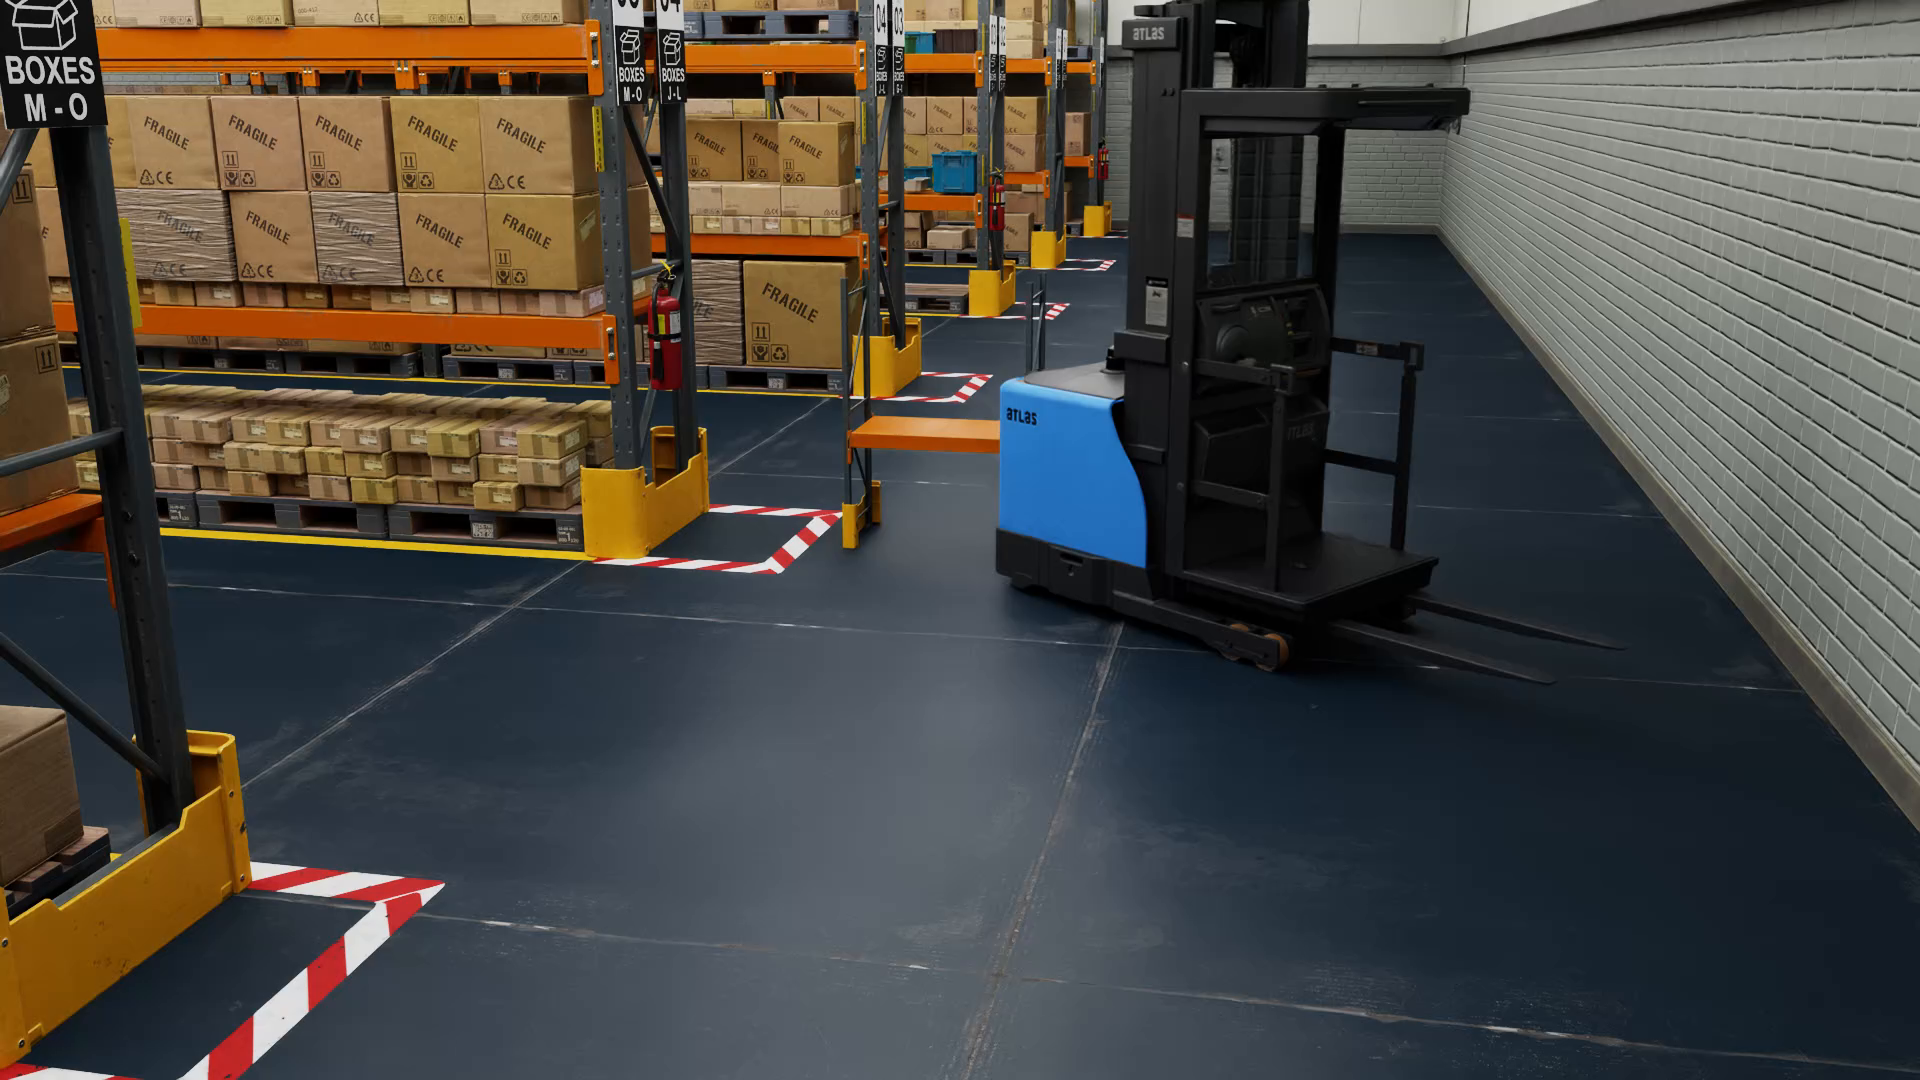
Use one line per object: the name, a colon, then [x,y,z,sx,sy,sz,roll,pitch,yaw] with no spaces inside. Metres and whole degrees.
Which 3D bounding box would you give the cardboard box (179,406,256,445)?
cardboard box: [-4.342,-0.676,9.751,0.250,0.149,0.380,3,16,12]

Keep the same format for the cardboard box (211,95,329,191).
cardboard box: [-3.752,-2.206,9.219,0.500,0.500,0.500,3,16,9]

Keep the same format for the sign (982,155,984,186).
sign: [0.253,-4.015,18.063,0.005,0.325,0.100,3,16,11]

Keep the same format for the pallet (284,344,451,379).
pallet: [-5.331,-1.676,15.147,1.213,0.211,1.003,3,16,11]

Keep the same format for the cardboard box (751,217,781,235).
cardboard box: [-1.557,-2.625,13.819,0.250,0.149,0.380,3,16,11]

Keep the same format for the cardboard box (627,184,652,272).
cardboard box: [-2.112,-1.781,9.559,0.500,0.500,0.500,4,16,14]

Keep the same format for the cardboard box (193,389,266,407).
cardboard box: [-4.504,-0.822,10.280,0.250,0.149,0.380,4,16,13]

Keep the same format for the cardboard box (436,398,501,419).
cardboard box: [-2.948,-0.747,10.010,0.250,0.149,0.380,2,16,8]

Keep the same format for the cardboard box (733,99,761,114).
cardboard box: [-3.606,-7.490,28.726,0.500,0.250,0.500,3,16,10]

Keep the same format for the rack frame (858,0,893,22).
rack frame: [-0.640,-5.677,13.129,0.127,3.000,1.000,3,16,11]

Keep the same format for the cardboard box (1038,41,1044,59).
cardboard box: [0.885,-6.844,23.243,0.500,0.250,0.500,3,16,11]

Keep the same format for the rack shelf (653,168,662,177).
rack shelf: [-4.542,-5.350,24.533,4.000,0.370,1.077,3,16,11]

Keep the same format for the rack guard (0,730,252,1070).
rack guard: [-2.591,1.013,4.900,0.348,0.500,1.175,3,16,11]

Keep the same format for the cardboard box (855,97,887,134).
cardboard box: [-1.167,-5.966,23.352,0.500,0.500,0.500,3,16,9]

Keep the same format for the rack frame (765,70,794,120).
rack frame: [-2.582,-5.590,24.053,0.127,3.000,1.000,3,16,11]

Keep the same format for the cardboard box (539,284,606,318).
cardboard box: [-2.103,-1.316,9.094,0.250,0.149,0.380,3,16,11]

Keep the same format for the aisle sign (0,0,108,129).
aisle sign: [-2.487,-1.518,4.484,0.004,0.787,0.394,3,16,11]

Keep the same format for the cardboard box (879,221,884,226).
cardboard box: [-1.232,-4.510,24.367,0.500,0.311,0.500,3,16,11]

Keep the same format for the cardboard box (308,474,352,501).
cardboard box: [-3.570,-0.346,9.676,0.250,0.149,0.380,3,16,12]

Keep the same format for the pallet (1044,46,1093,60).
pallet: [1.592,-8.113,27.707,1.213,0.211,1.003,3,16,11]

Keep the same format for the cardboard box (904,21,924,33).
cardboard box: [-0.687,-7.031,22.980,0.500,0.250,0.500,3,16,11]

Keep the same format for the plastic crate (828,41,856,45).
plastic crate: [-1.095,-5.650,18.768,0.767,0.338,0.504,3,16,11]

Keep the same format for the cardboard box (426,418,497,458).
cardboard box: [-2.811,-0.580,9.405,0.250,0.149,0.380,3,16,10]

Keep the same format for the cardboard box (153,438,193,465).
cardboard box: [-4.580,-0.567,9.915,0.250,0.149,0.380,2,16,8]

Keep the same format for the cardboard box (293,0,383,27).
cardboard box: [-3.211,-2.877,8.921,0.500,0.250,0.500,4,16,13]

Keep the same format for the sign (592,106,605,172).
sign: [-1.858,-2.060,8.548,0.005,0.325,0.100,3,16,11]

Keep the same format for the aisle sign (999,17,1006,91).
aisle sign: [0.477,-5.408,18.527,0.004,0.787,0.394,3,16,11]

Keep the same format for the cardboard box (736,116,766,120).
cardboard box: [-3.002,-5.924,24.286,0.500,0.500,0.700,-2,16,-8]

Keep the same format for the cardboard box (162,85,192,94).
cardboard box: [-11.844,-6.764,25.674,0.500,0.500,0.700,3,16,11]

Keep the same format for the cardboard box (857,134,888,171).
cardboard box: [-1.145,-5.486,23.491,0.500,0.500,0.500,3,16,11]

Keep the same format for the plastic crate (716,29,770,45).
plastic crate: [-2.410,-5.539,18.495,0.590,0.269,0.497,3,16,11]

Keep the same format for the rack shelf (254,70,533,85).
rack shelf: [-8.462,-7.008,24.901,4.000,0.370,1.077,3,16,11]

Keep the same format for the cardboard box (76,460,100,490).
cardboard box: [-5.094,-0.417,9.933,0.250,0.149,0.380,4,16,13]

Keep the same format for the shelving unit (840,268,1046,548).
shelving unit: [-0.075,-0.727,9.306,1.083,1.500,0.587,3,16,11]

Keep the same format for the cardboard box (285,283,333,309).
cardboard box: [-3.611,-1.417,9.461,0.250,0.149,0.380,3,16,12]

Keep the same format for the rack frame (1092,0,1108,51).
rack frame: [2.321,-9.564,27.163,0.127,3.000,1.000,3,16,11]

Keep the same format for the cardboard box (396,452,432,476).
cardboard box: [-3.054,-0.487,9.629,0.250,0.149,0.380,3,16,10]

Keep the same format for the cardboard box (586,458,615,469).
cardboard box: [-2.177,-0.434,9.993,0.250,0.149,0.380,3,16,12]

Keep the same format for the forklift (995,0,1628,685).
forklift: [1.555,-0.984,7.553,1.130,2.935,3.031,-14,21,-41]

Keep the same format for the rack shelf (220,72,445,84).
rack shelf: [-11.398,-8.517,30.348,4.000,0.370,1.077,3,16,11]

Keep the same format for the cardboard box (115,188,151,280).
cardboard box: [-4.726,-1.781,9.559,0.500,0.500,0.500,3,16,11]

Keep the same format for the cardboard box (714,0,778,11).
cardboard box: [-1.688,-4.605,13.718,0.500,0.500,0.700,3,16,9]

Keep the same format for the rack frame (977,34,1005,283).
rack frame: [0.347,-4.081,18.607,0.127,3.000,1.000,3,16,11]

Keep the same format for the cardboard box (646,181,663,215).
cardboard box: [-2.675,-2.894,14.044,0.500,0.250,0.500,3,16,11]

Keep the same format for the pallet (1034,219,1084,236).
pallet: [1.522,-5.351,28.415,1.213,0.211,1.003,3,16,11]

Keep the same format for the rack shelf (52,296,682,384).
rack shelf: [-3.687,-1.253,9.745,4.000,0.370,1.077,3,16,11]

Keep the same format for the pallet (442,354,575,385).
pallet: [-3.830,-1.594,14.850,1.213,0.211,1.003,3,16,11]

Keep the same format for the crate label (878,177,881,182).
crate label: [-1.047,-4.007,18.720,0.243,0.136,0.396,3,16,11]

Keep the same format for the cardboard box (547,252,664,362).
cardboard box: [-3.047,-2.073,14.551,0.875,0.875,0.875,3,16,11]

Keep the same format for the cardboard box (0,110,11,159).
cardboard box: [-2.908,-1.127,4.667,0.250,0.149,0.380,3,16,12]

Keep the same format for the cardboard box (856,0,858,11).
cardboard box: [-1.145,-7.461,23.128,0.500,0.500,0.700,3,16,11]

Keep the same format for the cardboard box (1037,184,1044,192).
cardboard box: [1.453,-5.954,28.047,0.250,0.149,0.380,3,16,10]

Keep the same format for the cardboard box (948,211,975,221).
cardboard box: [0.108,-5.762,28.569,0.500,0.500,0.700,3,16,12]
